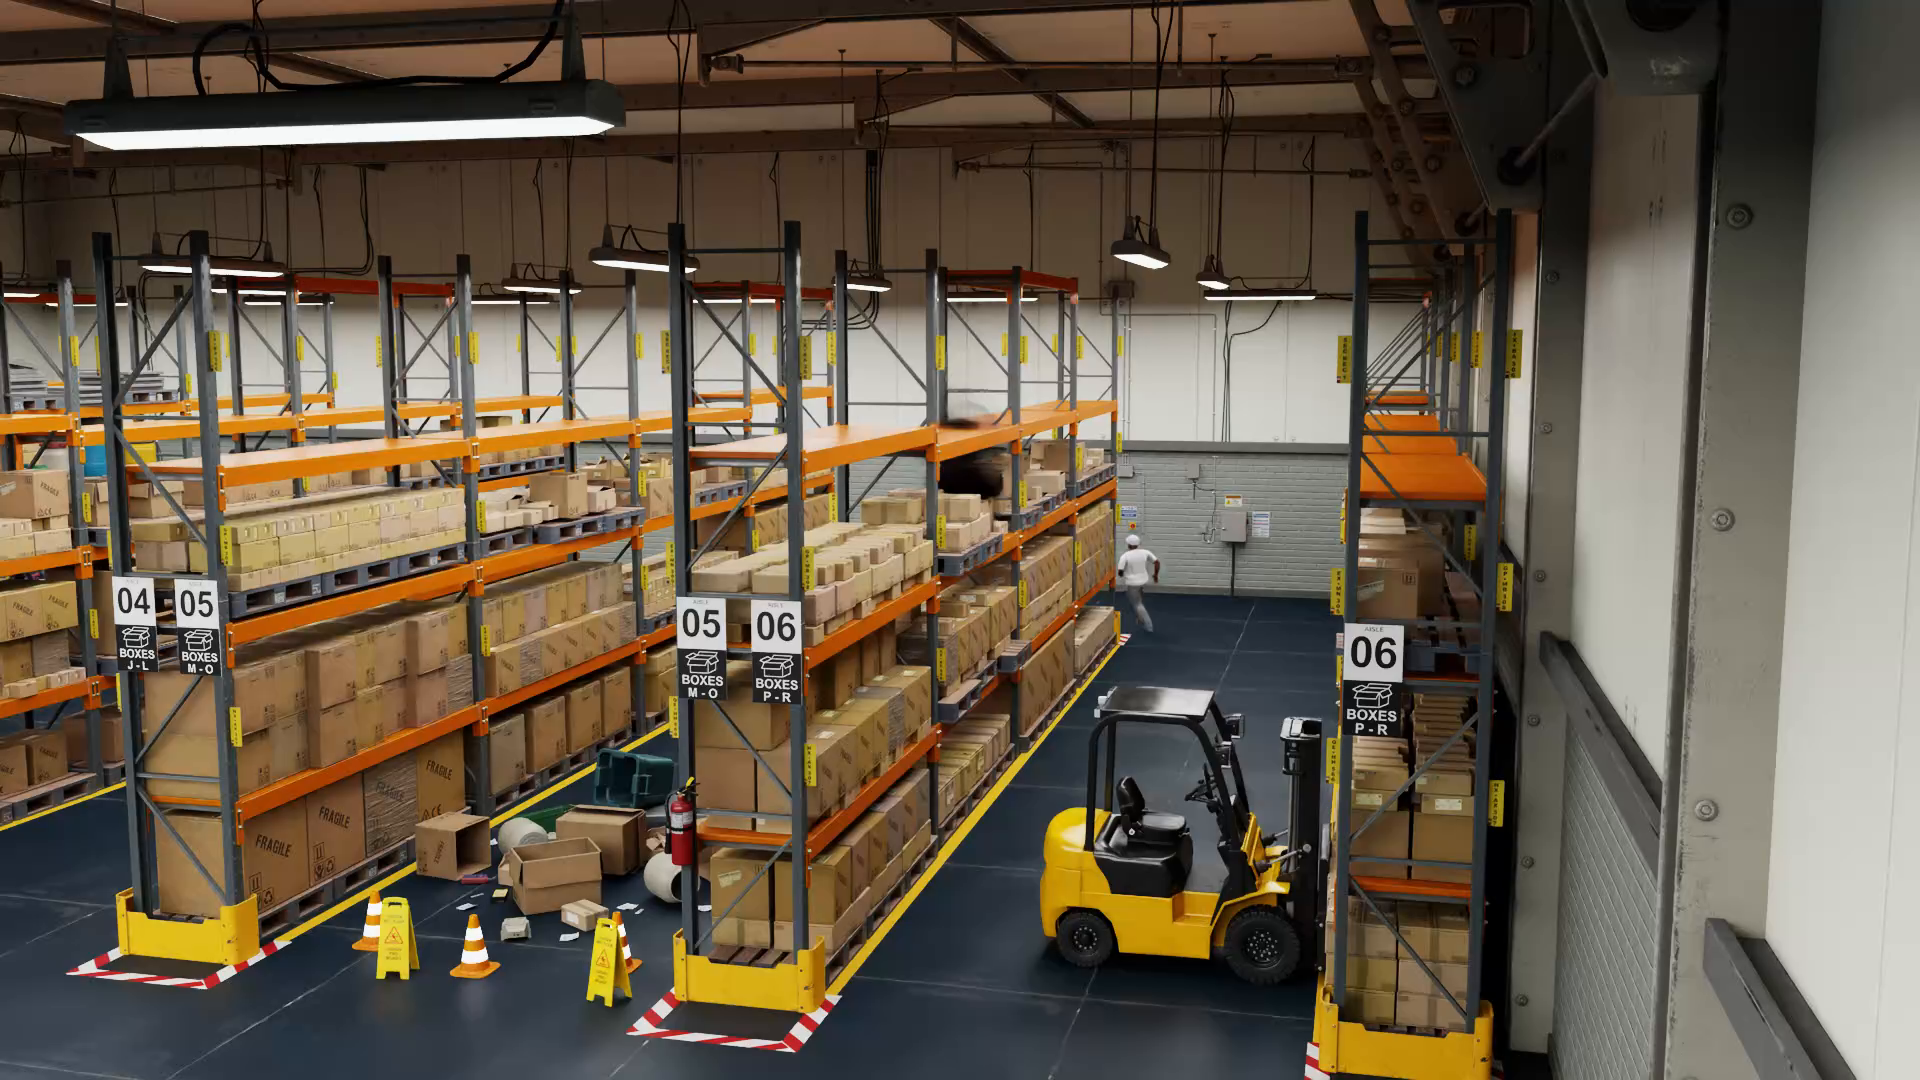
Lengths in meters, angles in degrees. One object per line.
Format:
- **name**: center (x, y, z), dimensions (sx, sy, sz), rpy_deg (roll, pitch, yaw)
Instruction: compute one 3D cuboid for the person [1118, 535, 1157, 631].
- **person**: center (3.056, 0.746, 29.107), dimensions (0.656, 1.707, 0.574), rpy_deg (-4, 8, -31)
